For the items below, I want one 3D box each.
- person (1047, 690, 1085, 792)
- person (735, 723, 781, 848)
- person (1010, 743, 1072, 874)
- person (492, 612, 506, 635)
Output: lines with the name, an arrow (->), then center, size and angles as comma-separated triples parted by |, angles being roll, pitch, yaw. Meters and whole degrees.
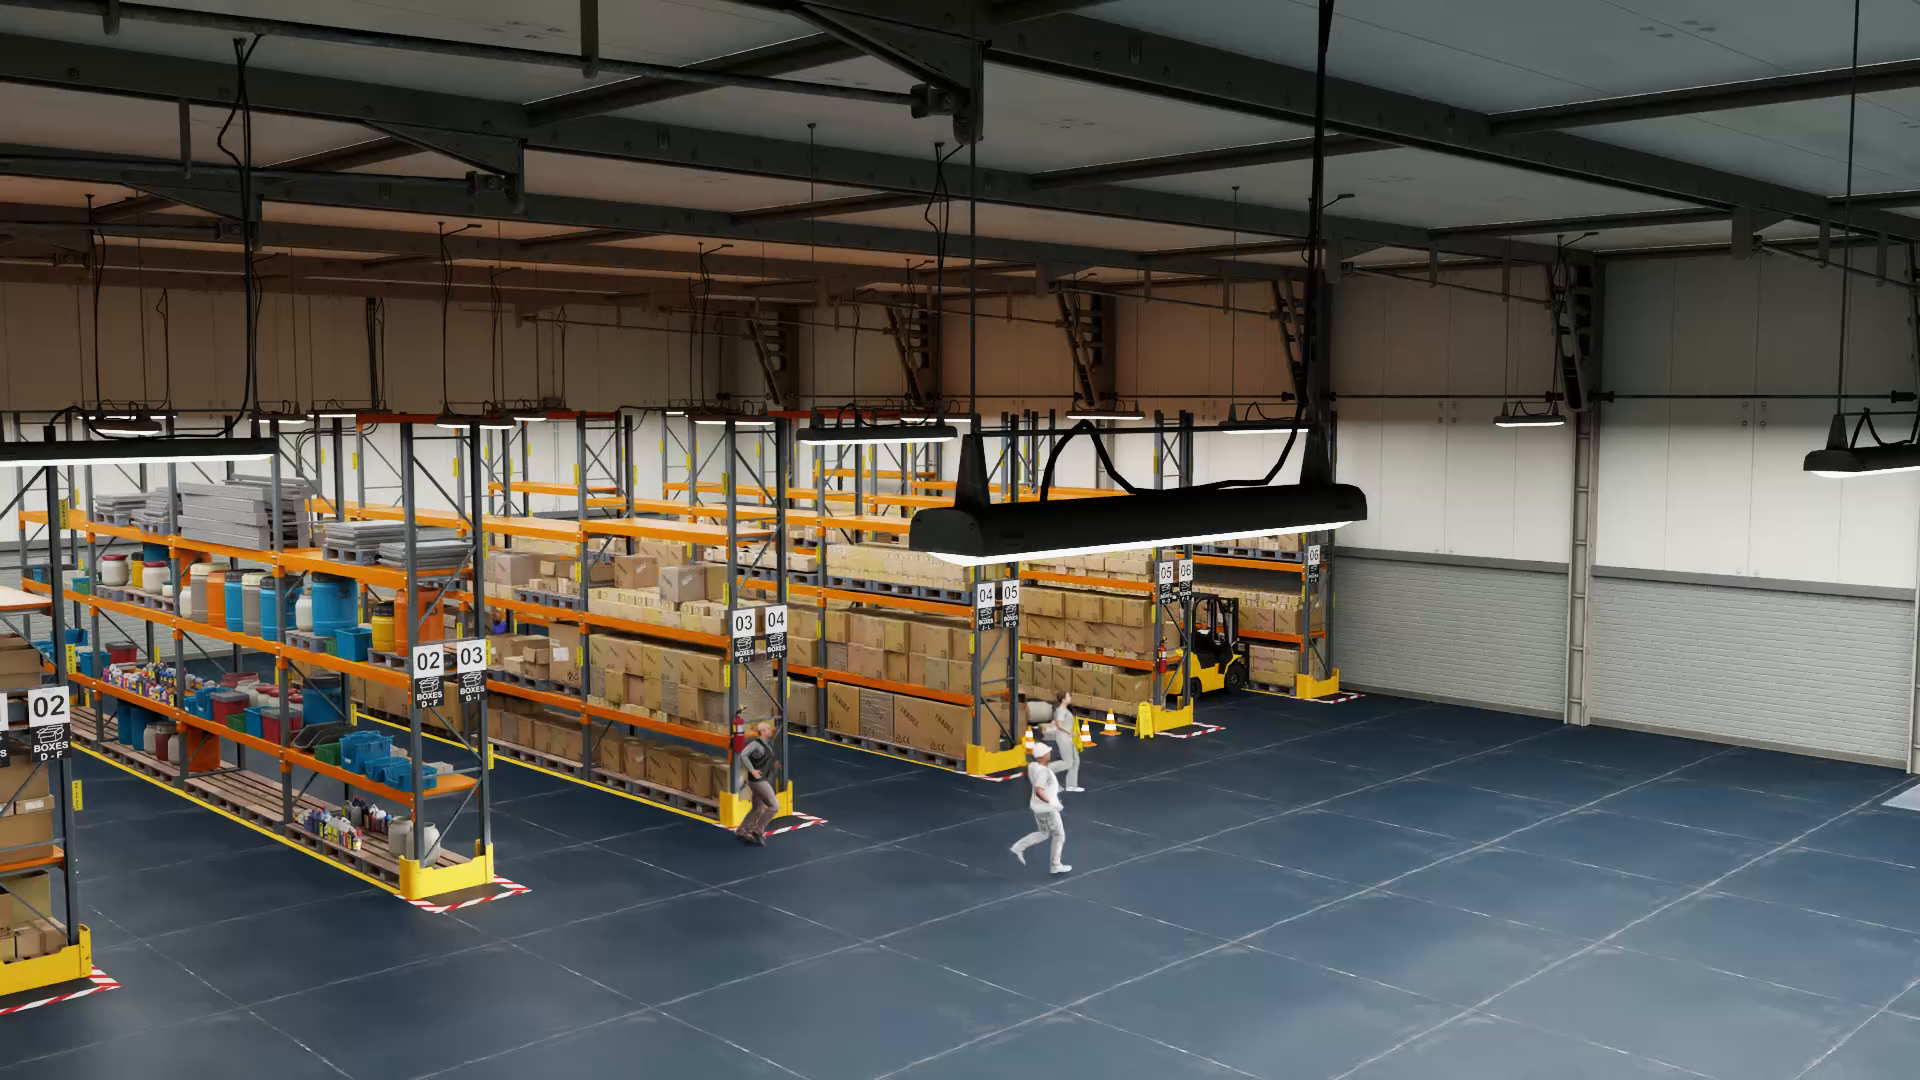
person -> 1.626, 3.214, 26.658 | 0.768, 1.637, 0.571 | 0, 5, 4
person -> -2.847, 3.447, 23.549 | 0.653, 1.713, 0.663 | 0, 5, 4
person -> 1.085, 3.551, 21.989 | 0.826, 1.750, 0.696 | -1, 5, -14
person -> -10.088, 2.379, 36.429 | 0.599, 1.621, 0.625 | -4, 6, -36
